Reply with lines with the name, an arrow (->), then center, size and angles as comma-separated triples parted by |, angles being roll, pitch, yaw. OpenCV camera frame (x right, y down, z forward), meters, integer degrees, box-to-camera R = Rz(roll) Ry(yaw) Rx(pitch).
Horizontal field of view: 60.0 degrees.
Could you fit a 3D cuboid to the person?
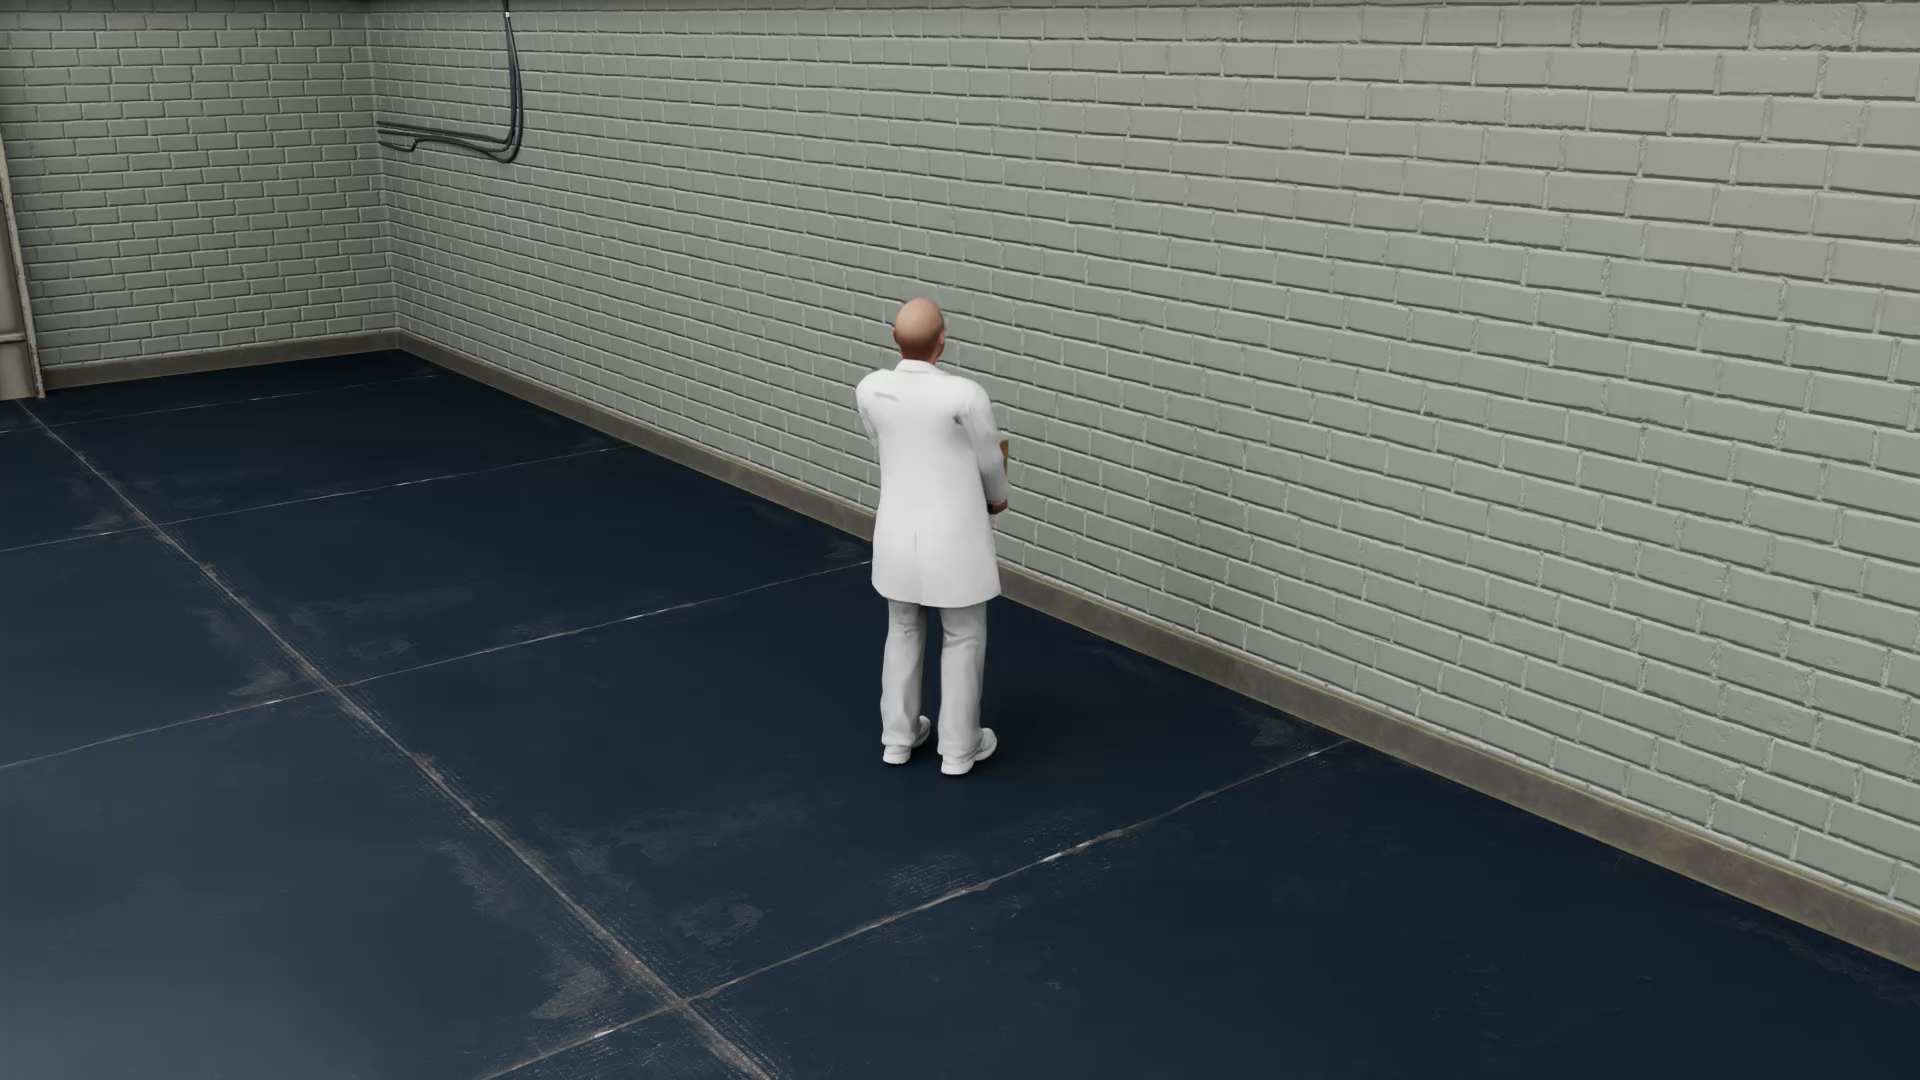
person -> -0.062, -0.042, 6.216 | 0.527, 1.775, 0.556 | 8, 19, 23
